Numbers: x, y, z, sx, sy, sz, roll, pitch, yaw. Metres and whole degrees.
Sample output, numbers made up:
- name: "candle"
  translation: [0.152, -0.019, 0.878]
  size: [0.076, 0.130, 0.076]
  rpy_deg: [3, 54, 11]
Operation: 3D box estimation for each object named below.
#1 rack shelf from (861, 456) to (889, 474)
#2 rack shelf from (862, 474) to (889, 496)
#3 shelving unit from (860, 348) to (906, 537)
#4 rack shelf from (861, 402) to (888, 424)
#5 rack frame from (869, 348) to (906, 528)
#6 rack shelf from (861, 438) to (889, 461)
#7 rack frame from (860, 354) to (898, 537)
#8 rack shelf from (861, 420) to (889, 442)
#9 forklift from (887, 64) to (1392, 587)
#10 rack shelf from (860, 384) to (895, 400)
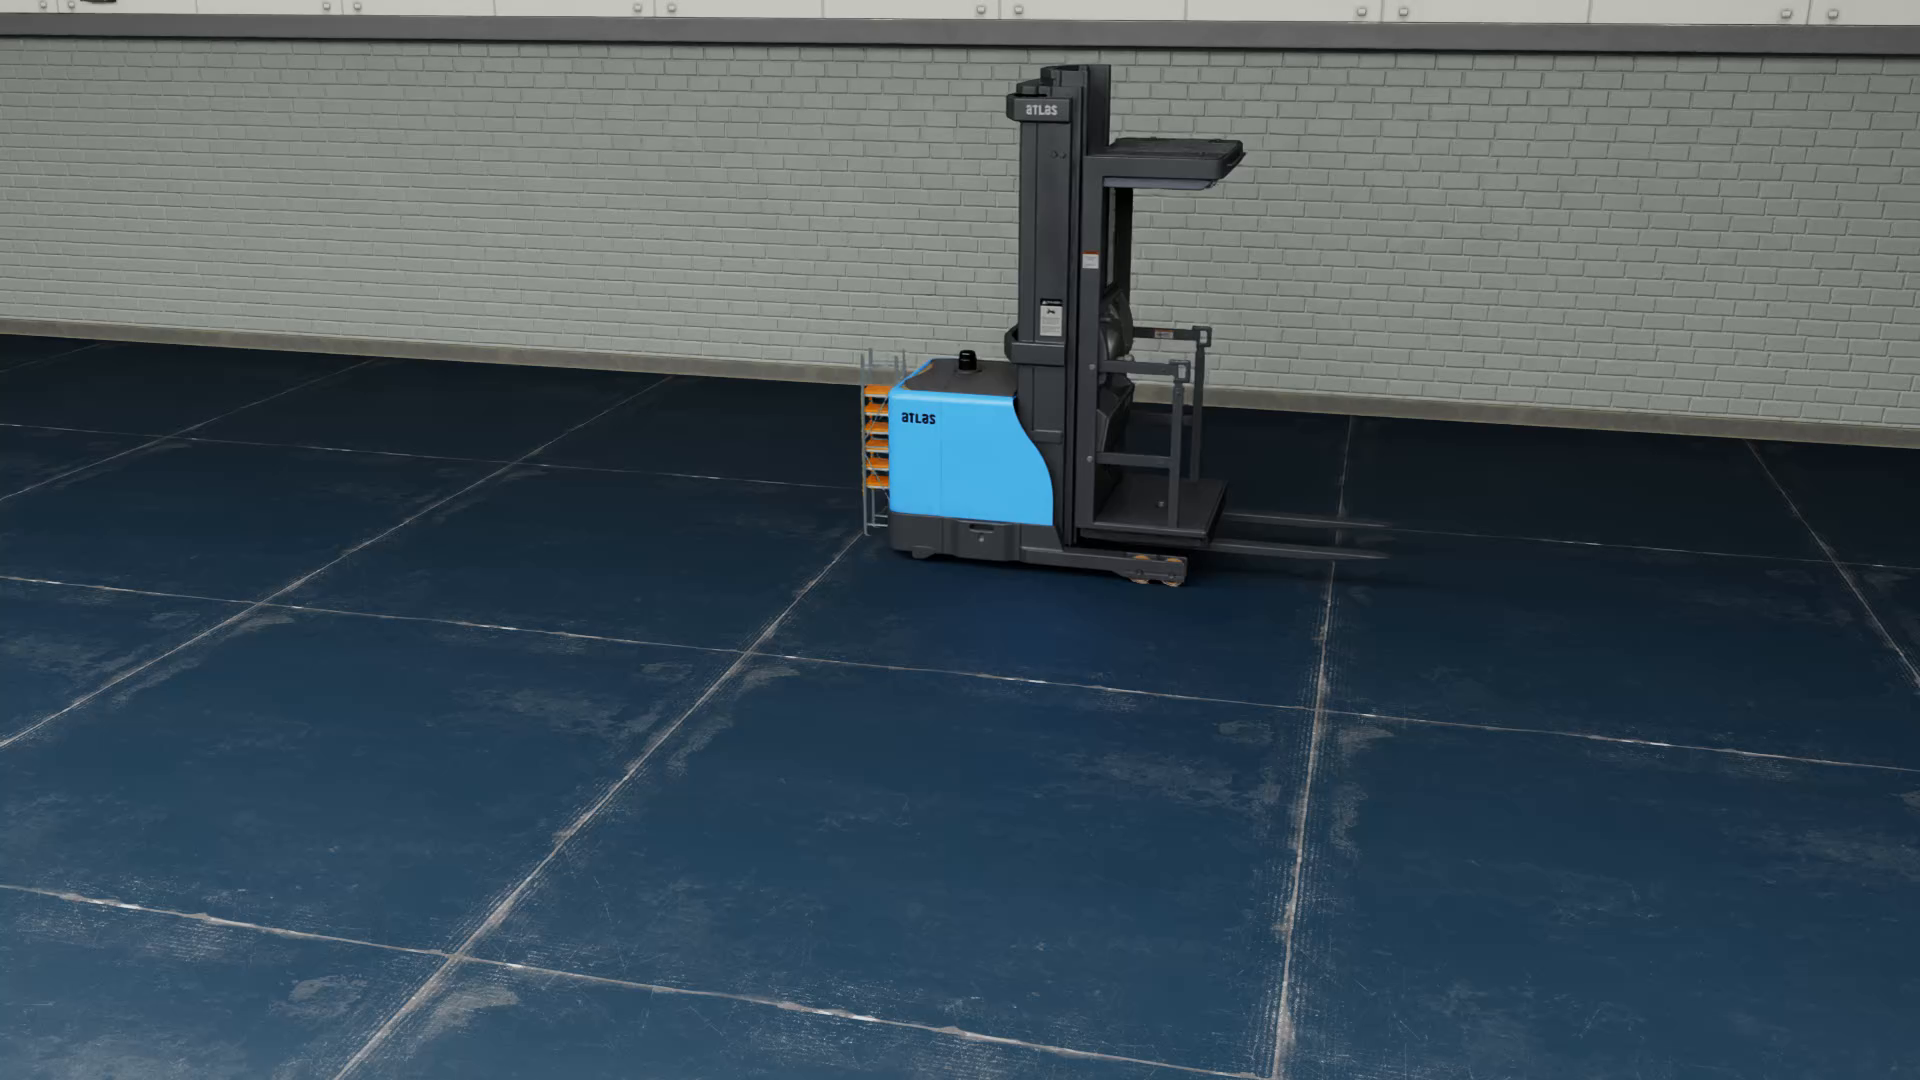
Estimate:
- name: "rack shelf"
  translation: [-0.483, -0.459, 10.683]
  size: [0.258, 0.103, 0.180]
  rpy_deg: [4, 19, 13]
- name: "rack shelf"
  translation: [-0.483, -0.345, 10.722]
  size: [0.258, 0.103, 0.180]
  rpy_deg: [4, 19, 13]
- name: "shelving unit"
  translation: [-0.483, -0.614, 10.630]
  size: [0.258, 1.200, 0.189]
  rpy_deg: [4, 19, 13]
- name: "rack shelf"
  translation: [-0.483, -0.799, 10.567]
  size: [0.258, 0.103, 0.180]
  rpy_deg: [4, 19, 13]
- name: "rack frame"
  translation: [-0.461, -0.643, 10.714]
  size: [0.240, 1.200, 0.006]
  rpy_deg: [4, 19, 13]
- name: "rack shelf"
  translation: [-0.483, -0.572, 10.644]
  size: [0.258, 0.103, 0.180]
  rpy_deg: [4, 19, 13]
- name: "rack frame"
  translation: [-0.504, -0.586, 10.546]
  size: [0.240, 1.200, 0.006]
  rpy_deg: [4, 19, 13]
- name: "rack shelf"
  translation: [-0.483, -0.686, 10.606]
  size: [0.258, 0.103, 0.180]
  rpy_deg: [4, 19, 13]
- name: "forklift"
  translation: [1.125, -1.301, 9.962]
  size: [3.031, 2.935, 1.130]
  rpy_deg: [5, 19, 14]
- name: "rack shelf"
  translation: [-0.483, -0.913, 10.528]
  size: [0.258, 0.103, 0.180]
  rpy_deg: [4, 19, 13]
